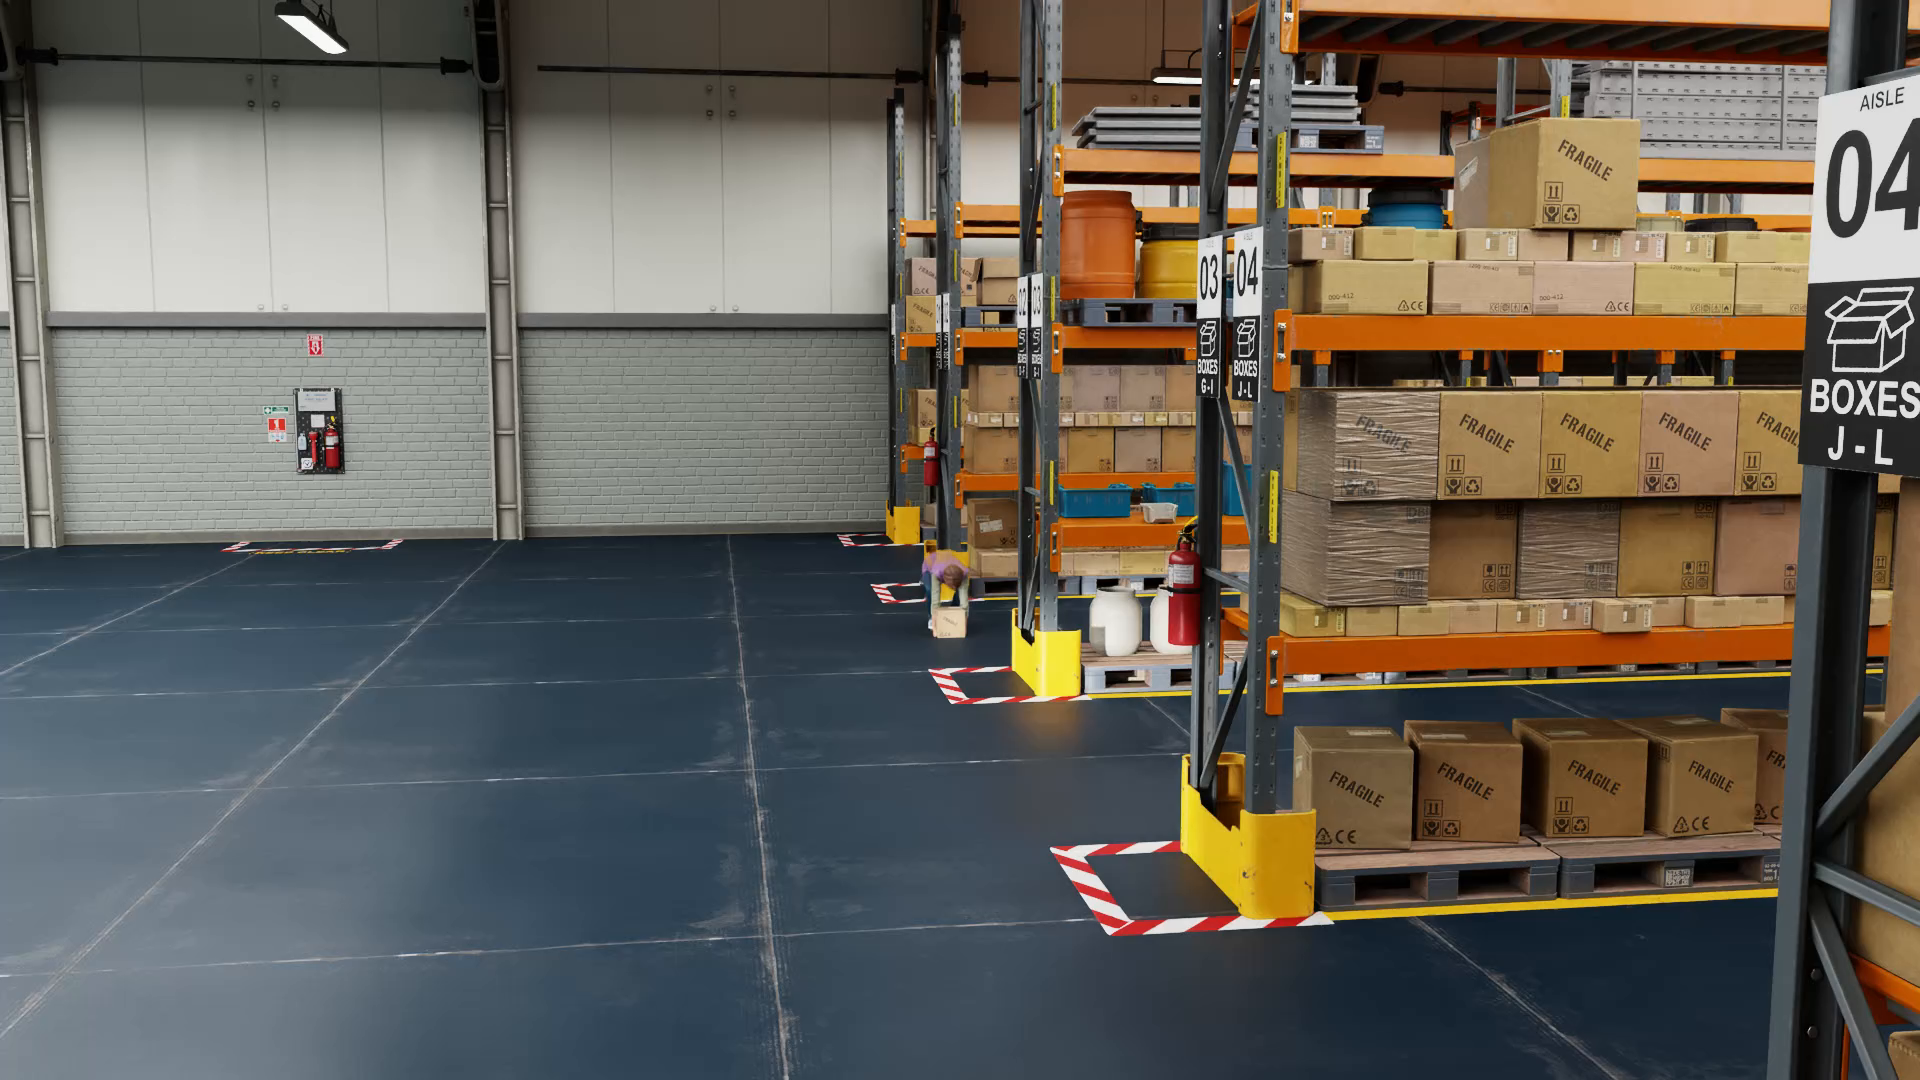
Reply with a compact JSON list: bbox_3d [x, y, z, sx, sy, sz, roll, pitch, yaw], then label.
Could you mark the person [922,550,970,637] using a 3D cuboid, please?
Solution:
[{"bbox_3d":[-0.122,0.494,15.607,0.423,0.759,0.873,-1,7,-10],"label":"person"}]
